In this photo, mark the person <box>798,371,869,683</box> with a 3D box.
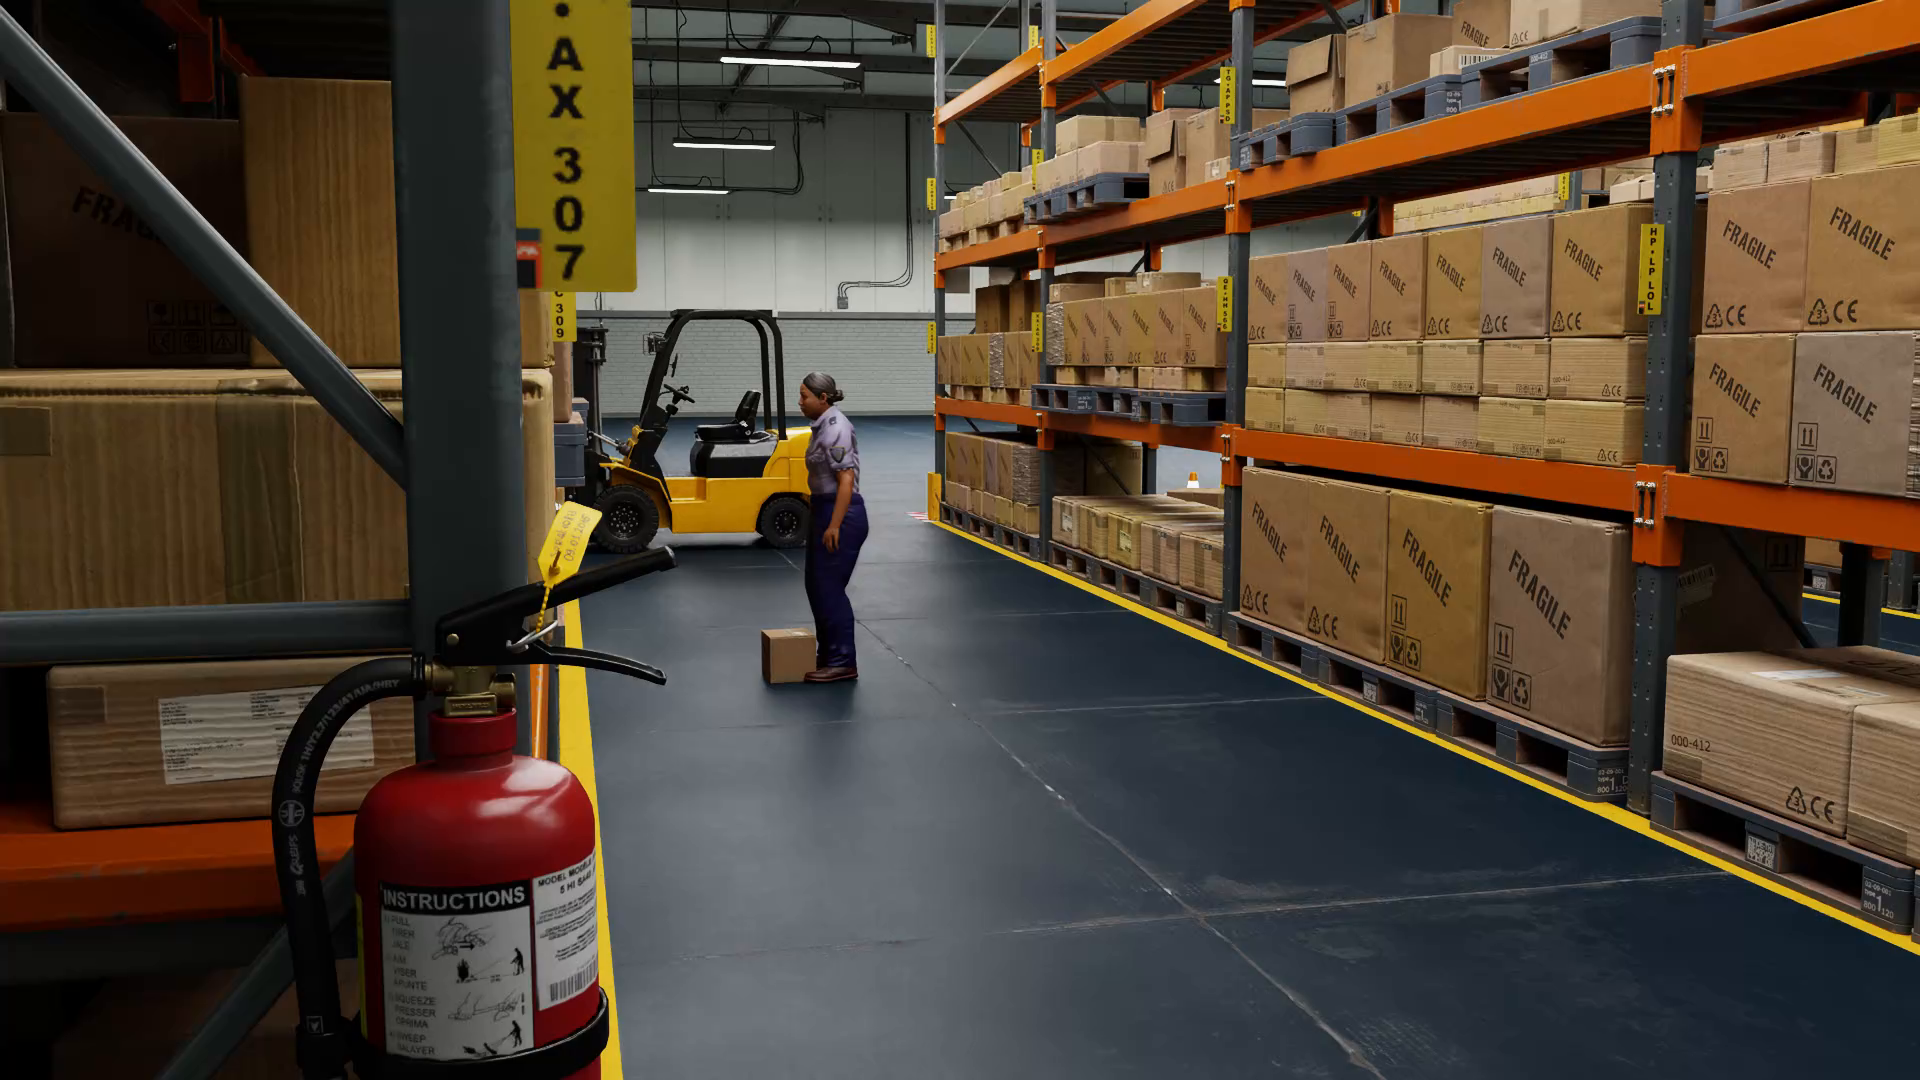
[{"bbox_3d":[-0.695,-0.081,8.967,0.373,1.651,0.537,-2,6,-14],"label":"person"}]
